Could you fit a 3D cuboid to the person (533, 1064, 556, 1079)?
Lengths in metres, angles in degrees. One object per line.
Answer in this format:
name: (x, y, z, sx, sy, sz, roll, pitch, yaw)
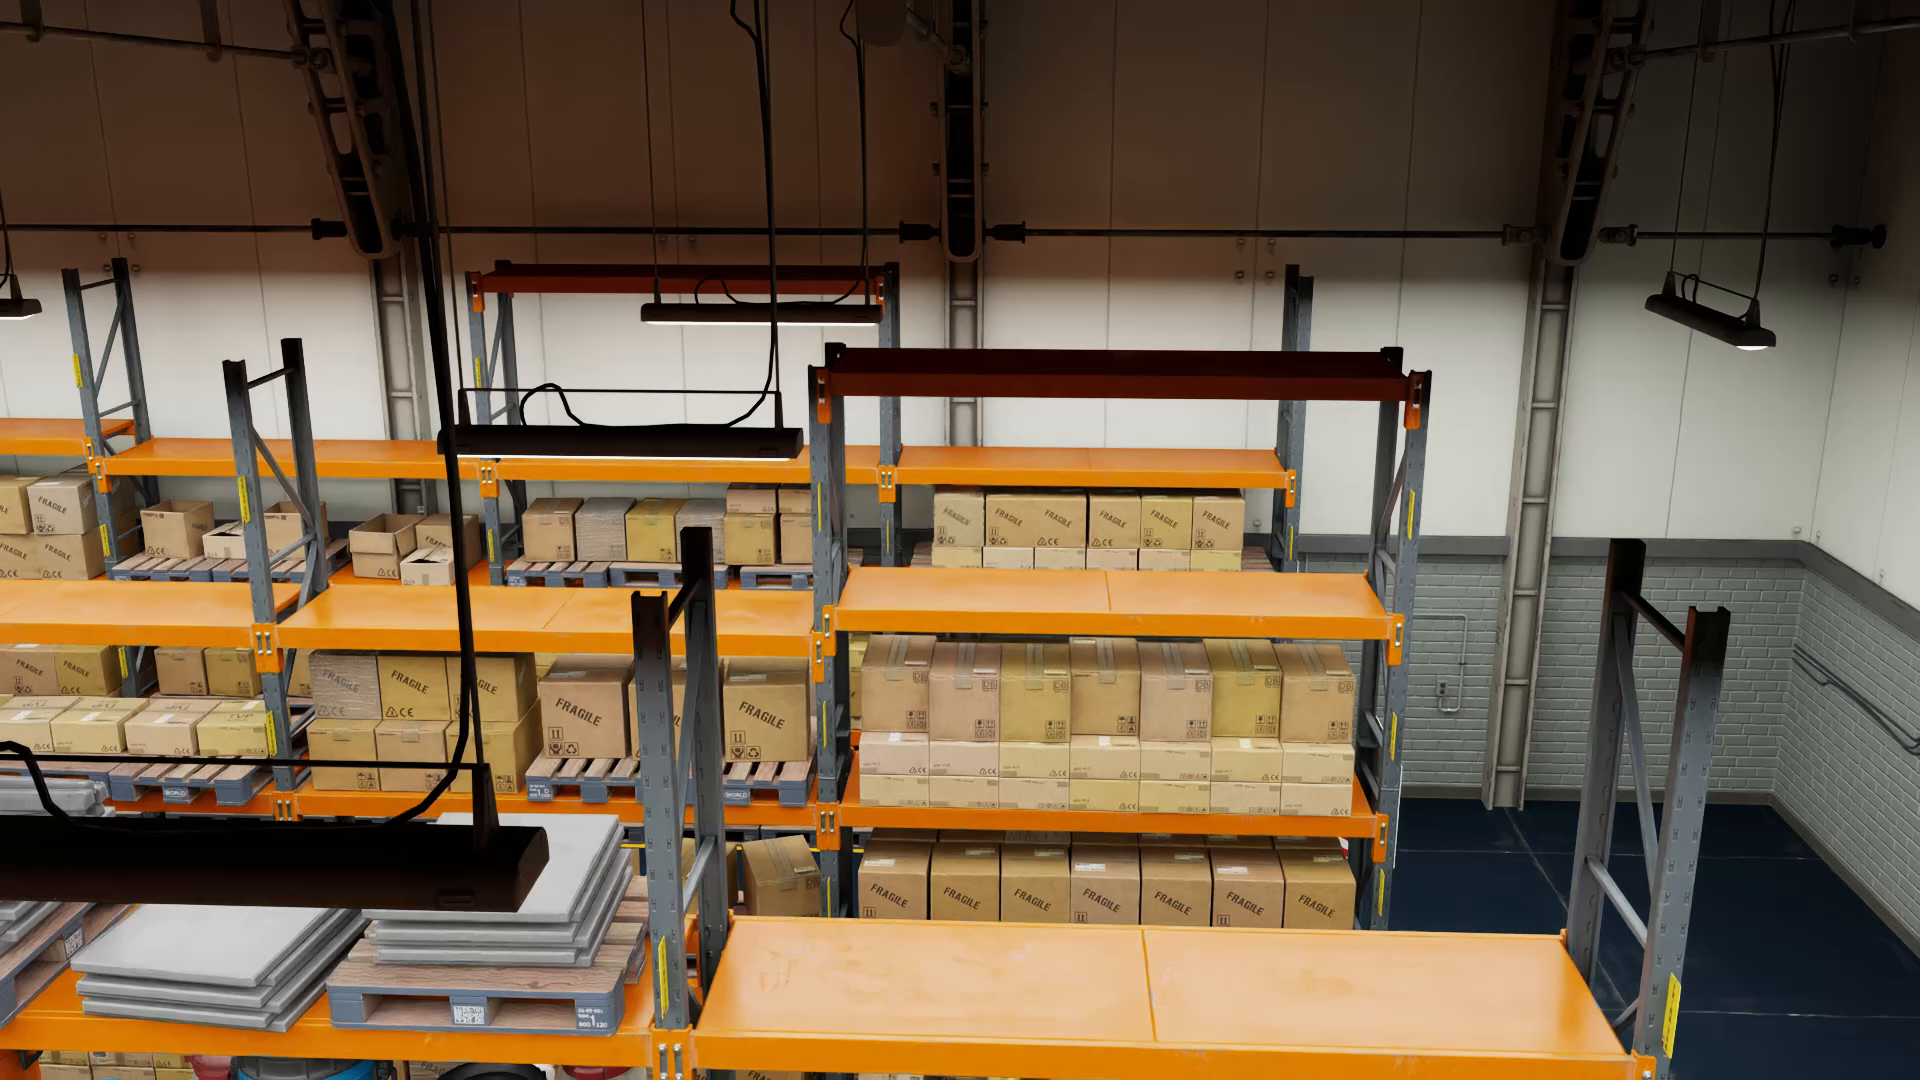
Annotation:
person: (-2.961, 4.138, 11.226, 0.658, 1.827, 0.651, 5, 17, 17)
